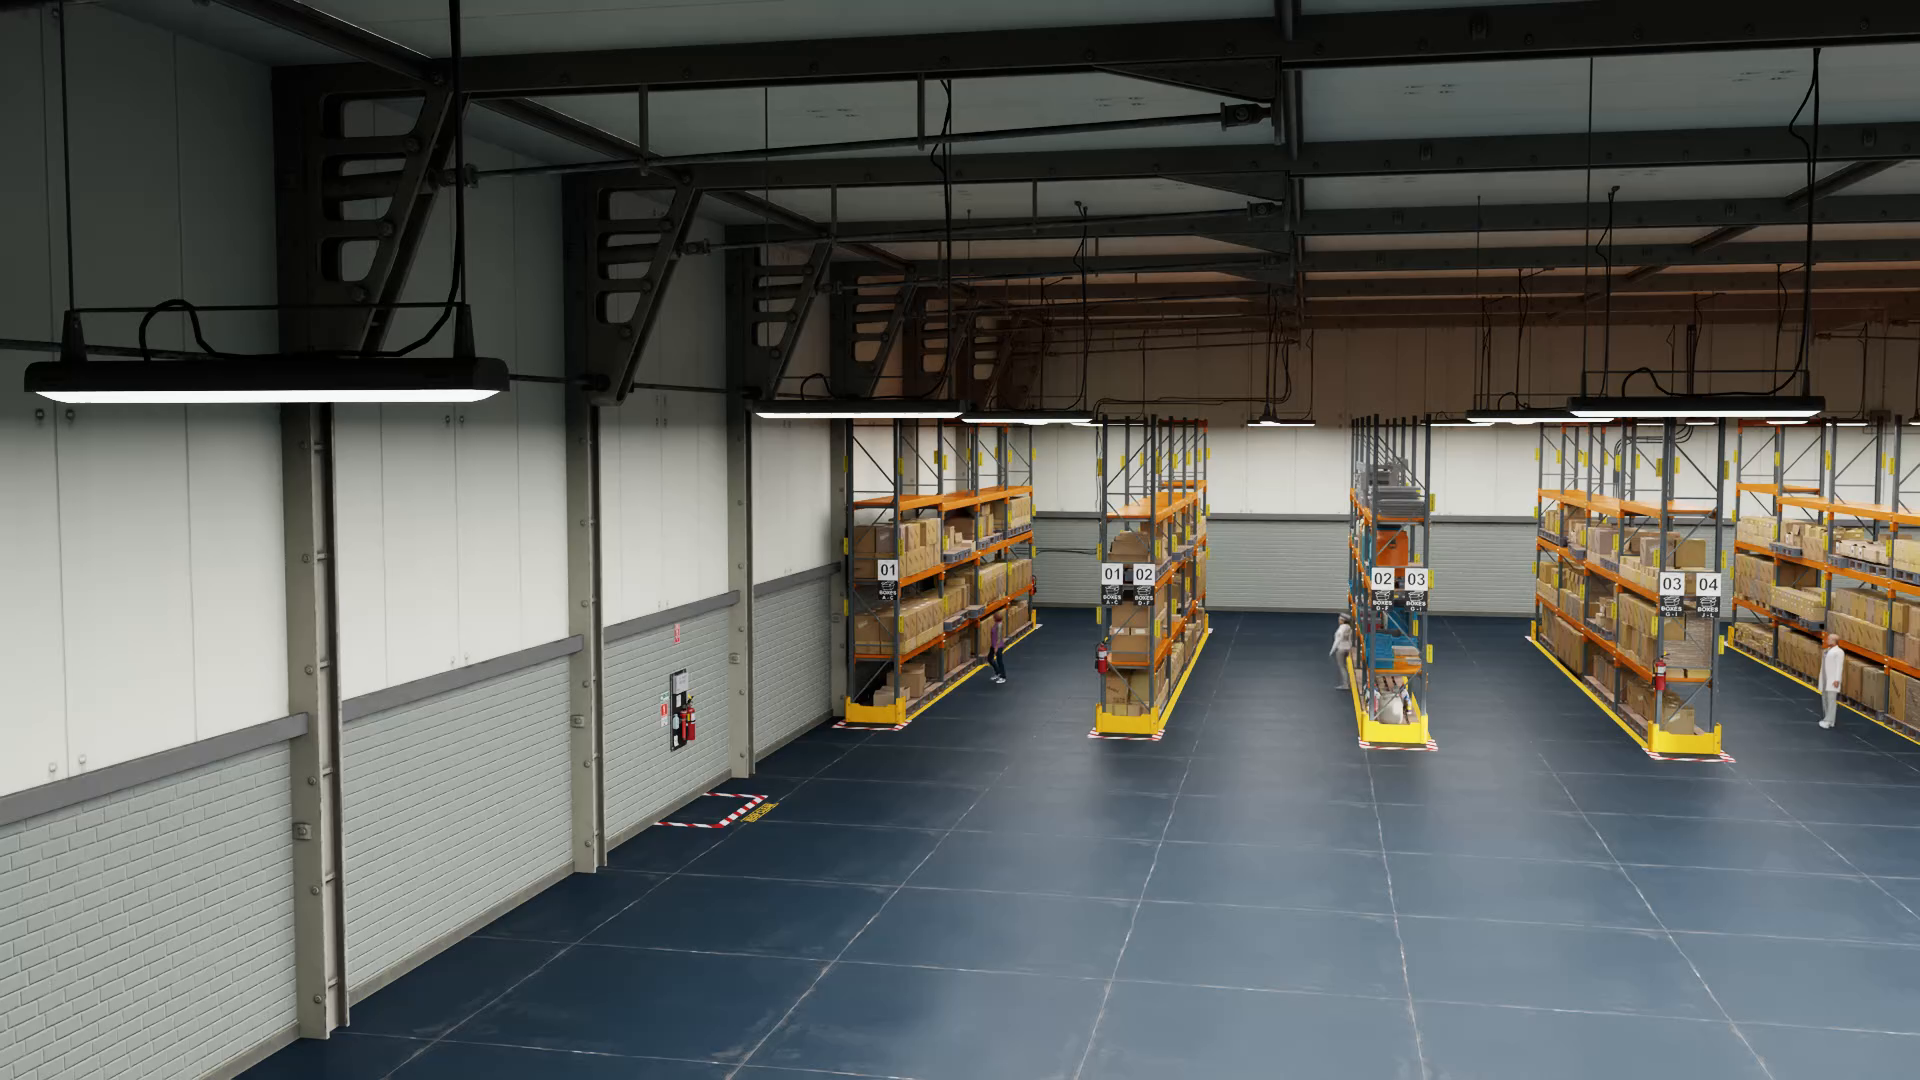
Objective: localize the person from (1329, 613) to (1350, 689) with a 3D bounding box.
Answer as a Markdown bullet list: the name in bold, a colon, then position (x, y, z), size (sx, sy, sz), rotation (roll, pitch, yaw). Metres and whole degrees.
- **person**: position (8.382, 2.459, 36.541), size (0.523, 1.732, 0.469), rotation (-3, 5, -38)

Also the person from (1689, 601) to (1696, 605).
- **person**: position (19.702, 1.909, 45.127), size (0.576, 1.623, 0.928), rotation (1, 4, 19)

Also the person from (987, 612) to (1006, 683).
- **person**: position (0.839, 2.419, 37.524), size (0.394, 1.595, 0.466), rotation (-1, 4, -13)

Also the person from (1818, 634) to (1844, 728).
- **person**: position (16.698, 2.702, 32.044), size (0.622, 1.778, 0.586), rotation (-1, 4, -17)
